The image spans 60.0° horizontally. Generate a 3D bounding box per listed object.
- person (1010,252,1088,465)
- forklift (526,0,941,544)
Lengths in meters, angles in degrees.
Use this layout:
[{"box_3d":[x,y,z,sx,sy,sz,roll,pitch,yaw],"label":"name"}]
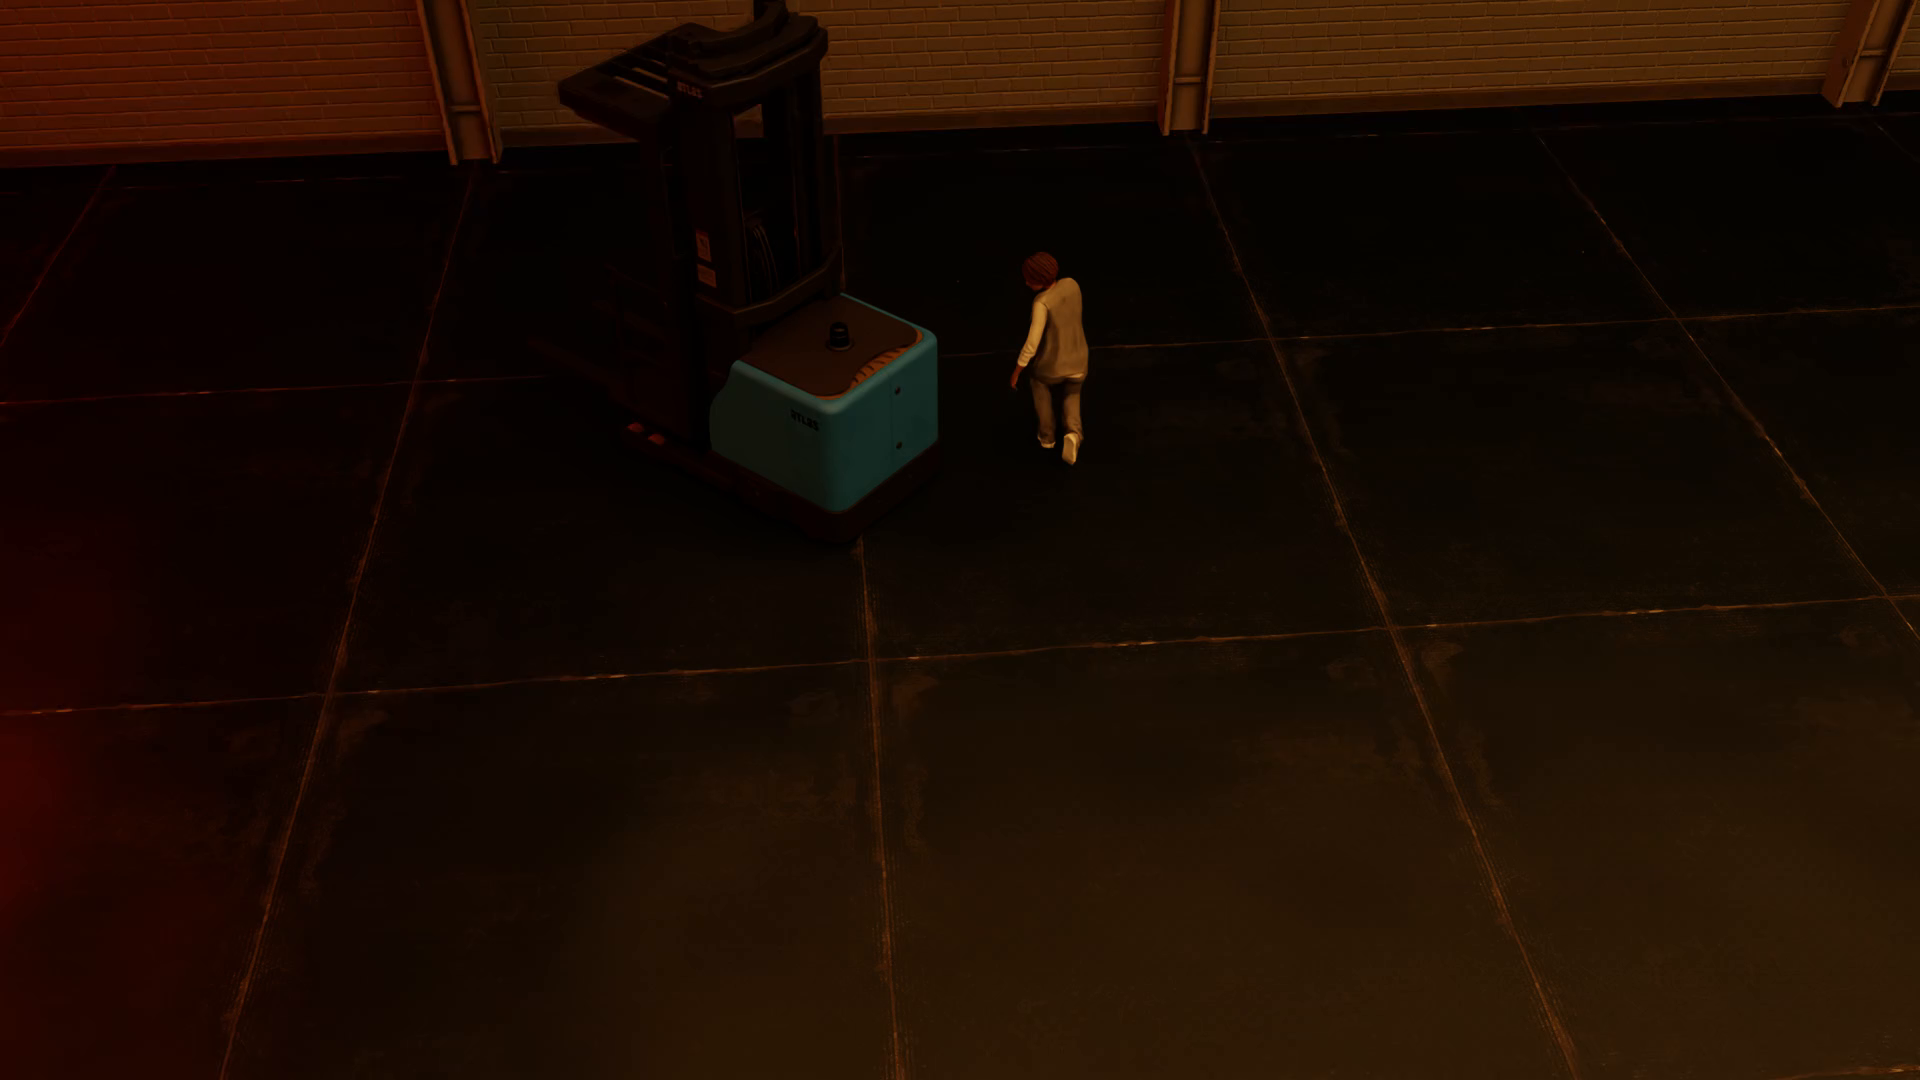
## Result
[{"box_3d":[0.580,-1.111,10.459,0.575,1.382,0.643,-15,43,-16],"label":"person"},{"box_3d":[-1.593,-1.881,10.137,3.031,2.935,1.130,27,47,28],"label":"forklift"}]
